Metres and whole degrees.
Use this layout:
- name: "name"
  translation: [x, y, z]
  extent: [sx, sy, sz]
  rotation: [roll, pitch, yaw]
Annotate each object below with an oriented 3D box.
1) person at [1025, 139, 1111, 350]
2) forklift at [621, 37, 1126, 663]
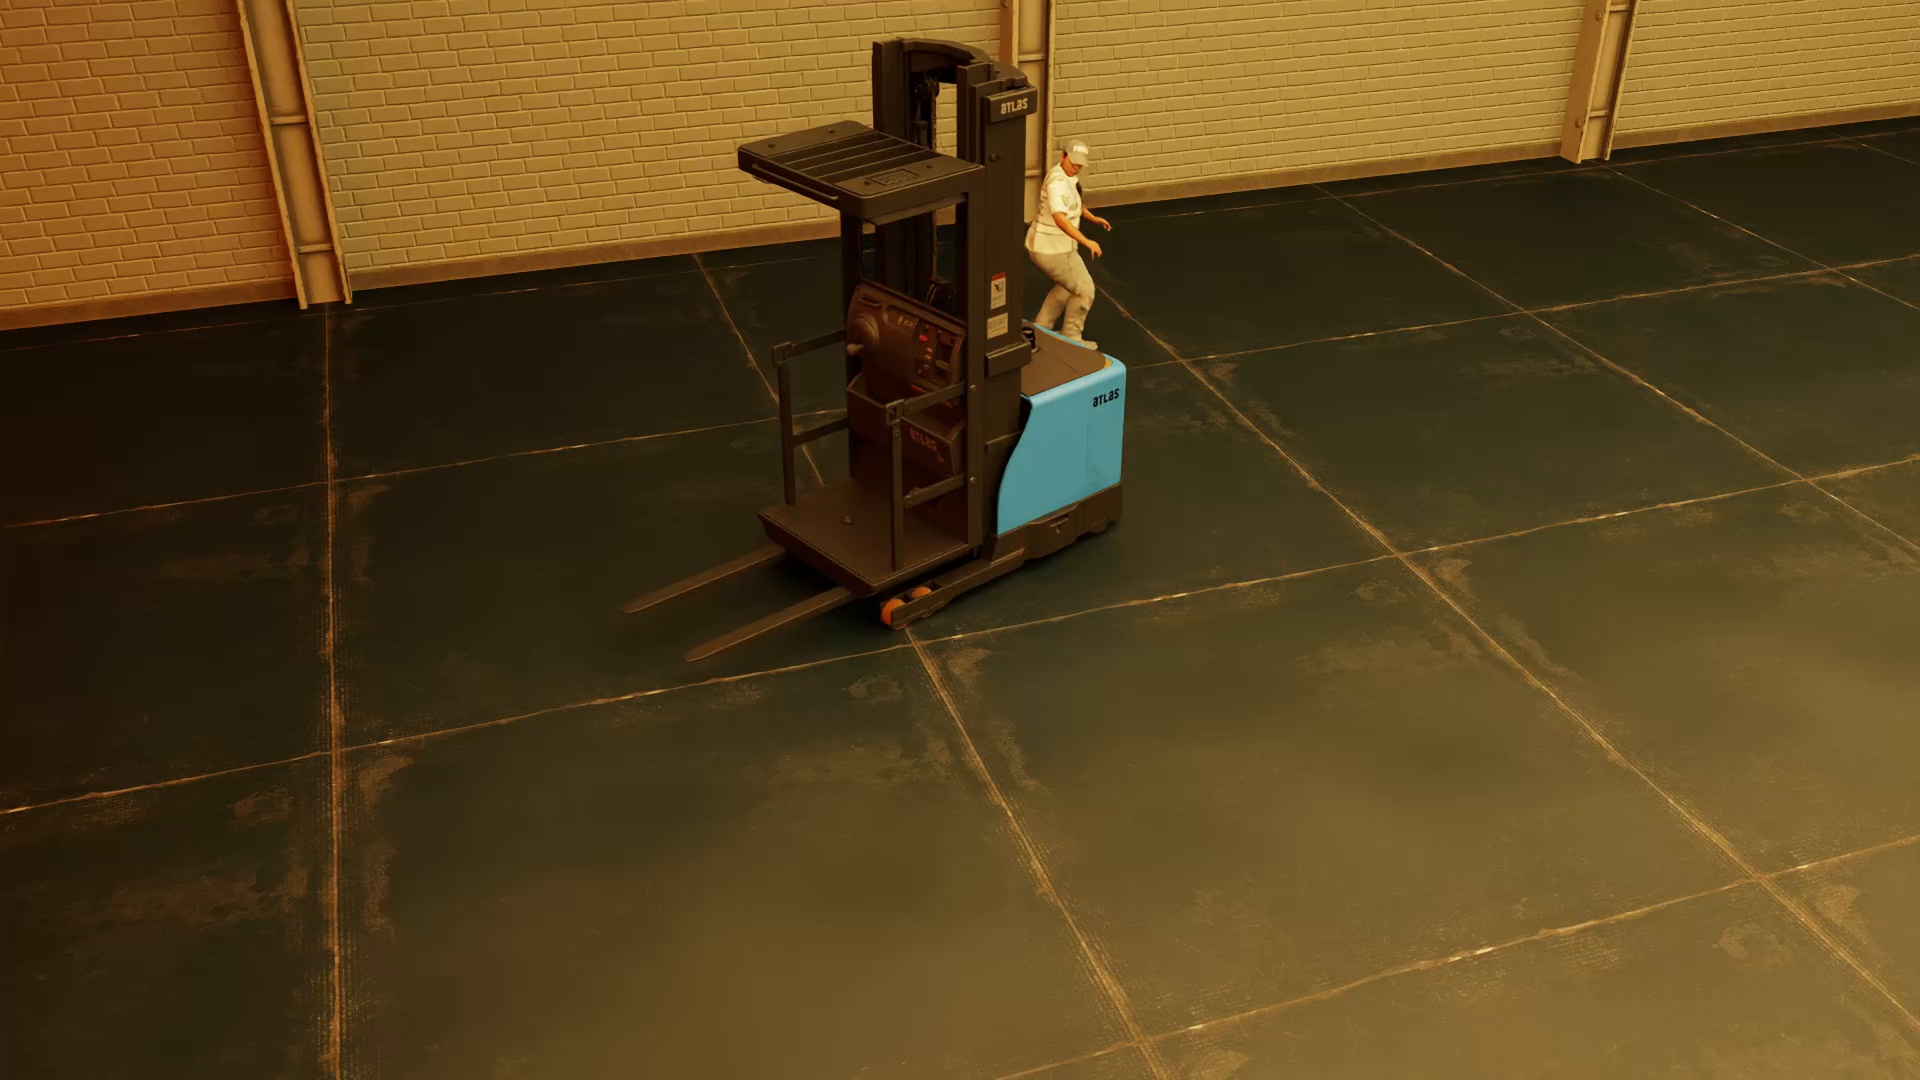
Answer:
- name: "person"
  translation: [0.821, -2.141, 12.190]
  extent: [0.688, 1.604, 0.725]
  rotation: [-5, 30, -8]
- name: "forklift"
  translation: [-0.461, -1.072, 8.951]
  extent: [3.031, 2.935, 1.130]
  rotation: [-23, 37, -34]
